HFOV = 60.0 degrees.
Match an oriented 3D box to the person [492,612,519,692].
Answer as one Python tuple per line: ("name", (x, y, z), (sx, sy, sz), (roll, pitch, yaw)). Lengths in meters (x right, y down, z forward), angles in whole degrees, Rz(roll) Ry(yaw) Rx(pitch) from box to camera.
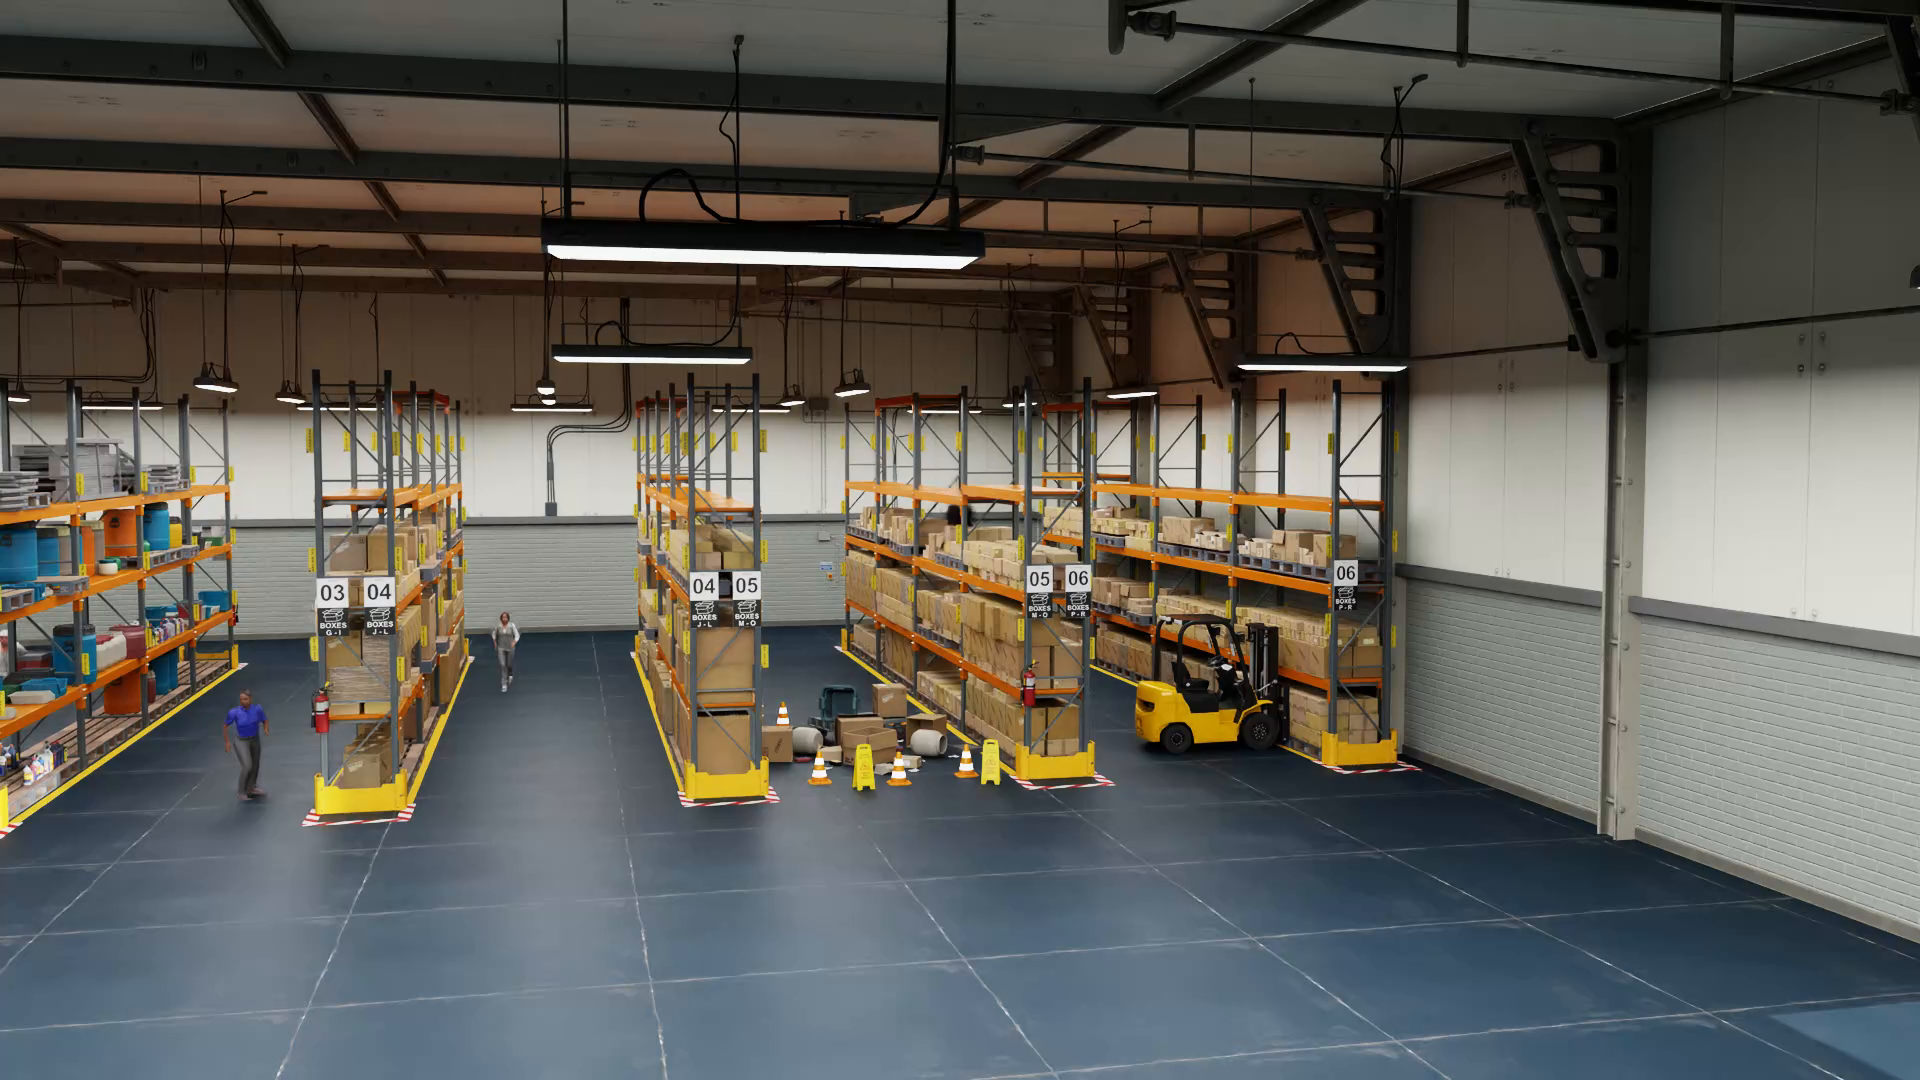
("person", (-9.283, 2.255, 33.980), (0.557, 1.604, 0.800), (-1, 3, -10))

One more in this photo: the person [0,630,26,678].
("person", (-16.987, 2.431, 29.724), (0.648, 1.707, 0.708), (-1, 3, -13))

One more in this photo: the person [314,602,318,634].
("person", (-14.984, 1.925, 39.371), (0.520, 1.599, 0.664), (1, 4, 20))

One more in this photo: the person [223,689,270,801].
("person", (-9.992, 2.894, 23.441), (0.797, 1.628, 0.601), (2, 4, 34))
